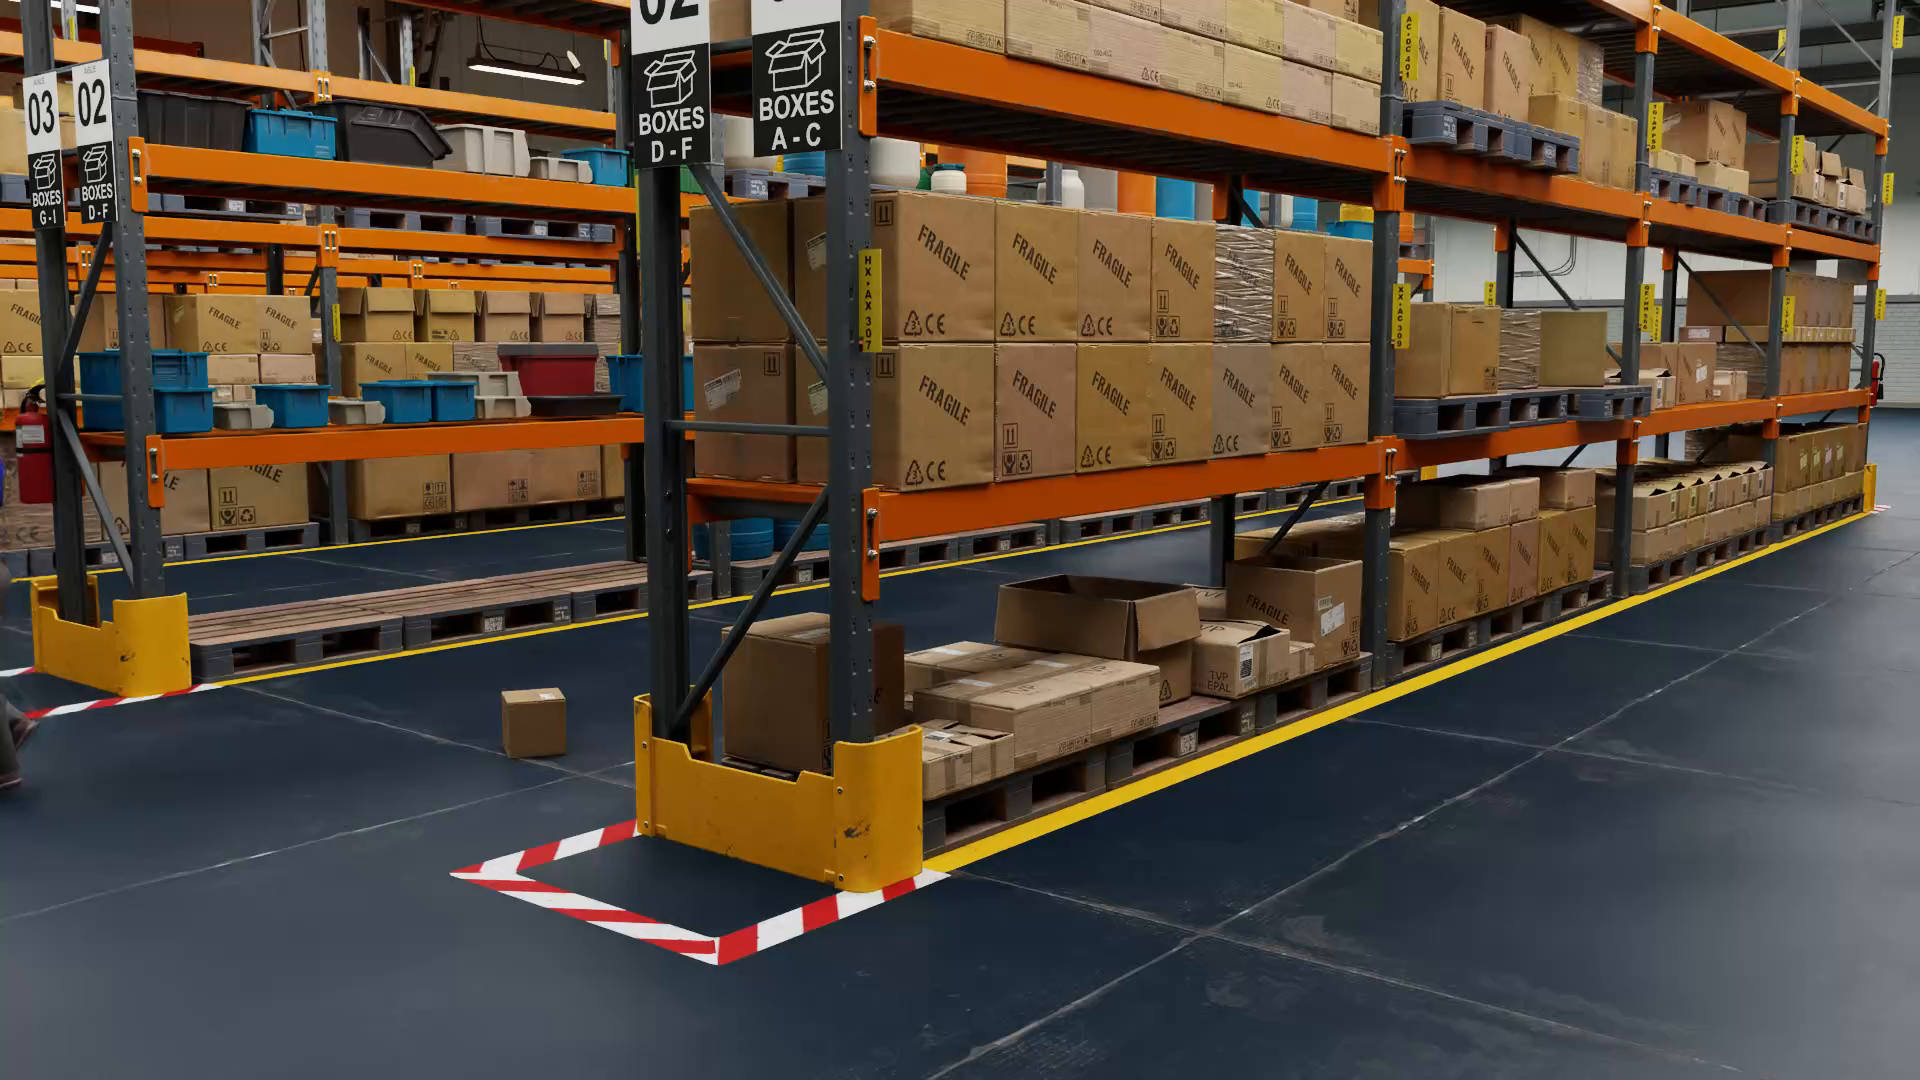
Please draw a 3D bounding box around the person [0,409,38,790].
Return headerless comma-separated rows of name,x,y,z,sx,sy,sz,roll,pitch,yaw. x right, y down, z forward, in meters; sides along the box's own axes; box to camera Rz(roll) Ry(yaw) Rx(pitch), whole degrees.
person,-3.918,0.184,6.526,0.445,1.651,0.452,-3,8,-26
